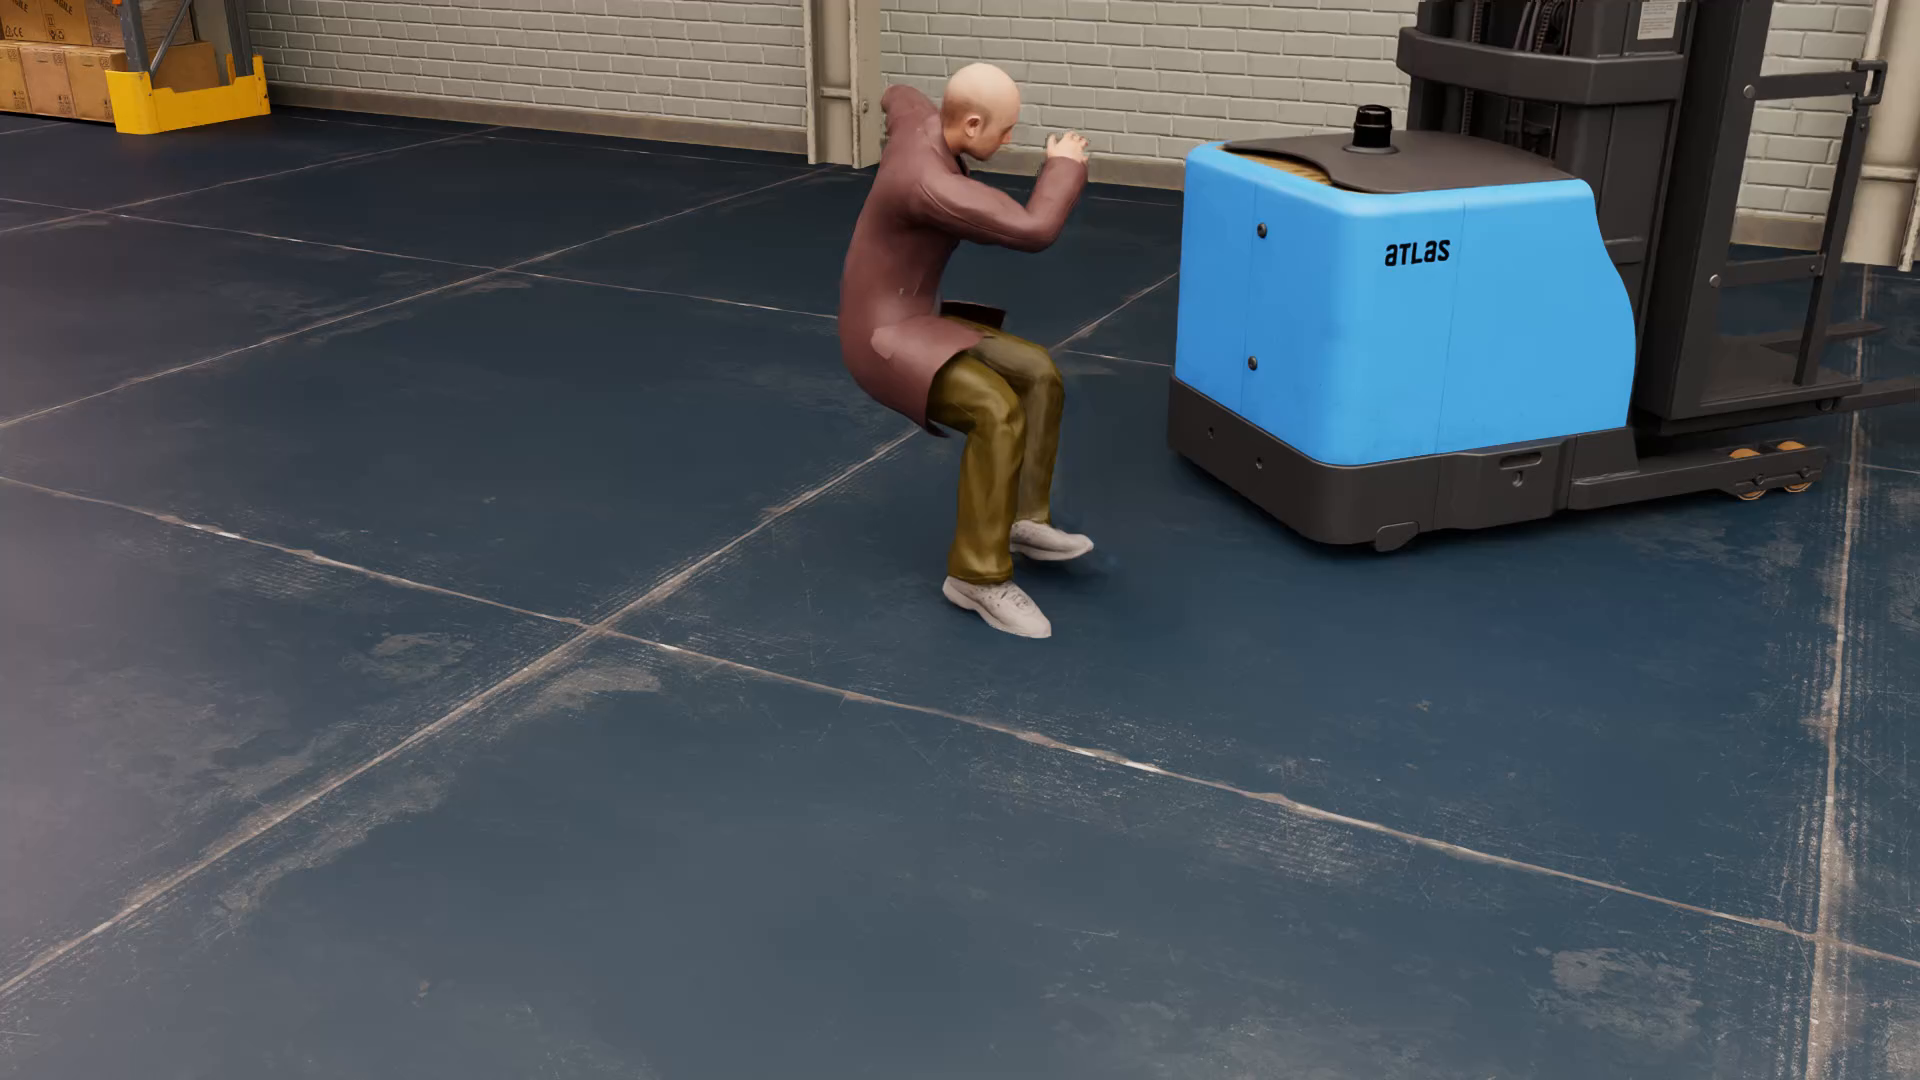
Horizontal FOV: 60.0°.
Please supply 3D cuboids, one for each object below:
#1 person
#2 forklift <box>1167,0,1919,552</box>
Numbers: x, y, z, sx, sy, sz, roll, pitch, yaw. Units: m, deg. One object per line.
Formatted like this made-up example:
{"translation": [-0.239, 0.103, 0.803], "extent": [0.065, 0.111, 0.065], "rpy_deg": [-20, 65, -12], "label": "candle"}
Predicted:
{"translation": [0.044, -0.669, 4.866], "extent": [0.749, 1.445, 1.464], "rpy_deg": [2, 23, 5], "label": "person"}
{"translation": [2.276, -1.659, 5.226], "extent": [3.031, 2.935, 1.130], "rpy_deg": [-9, 24, -19], "label": "forklift"}
